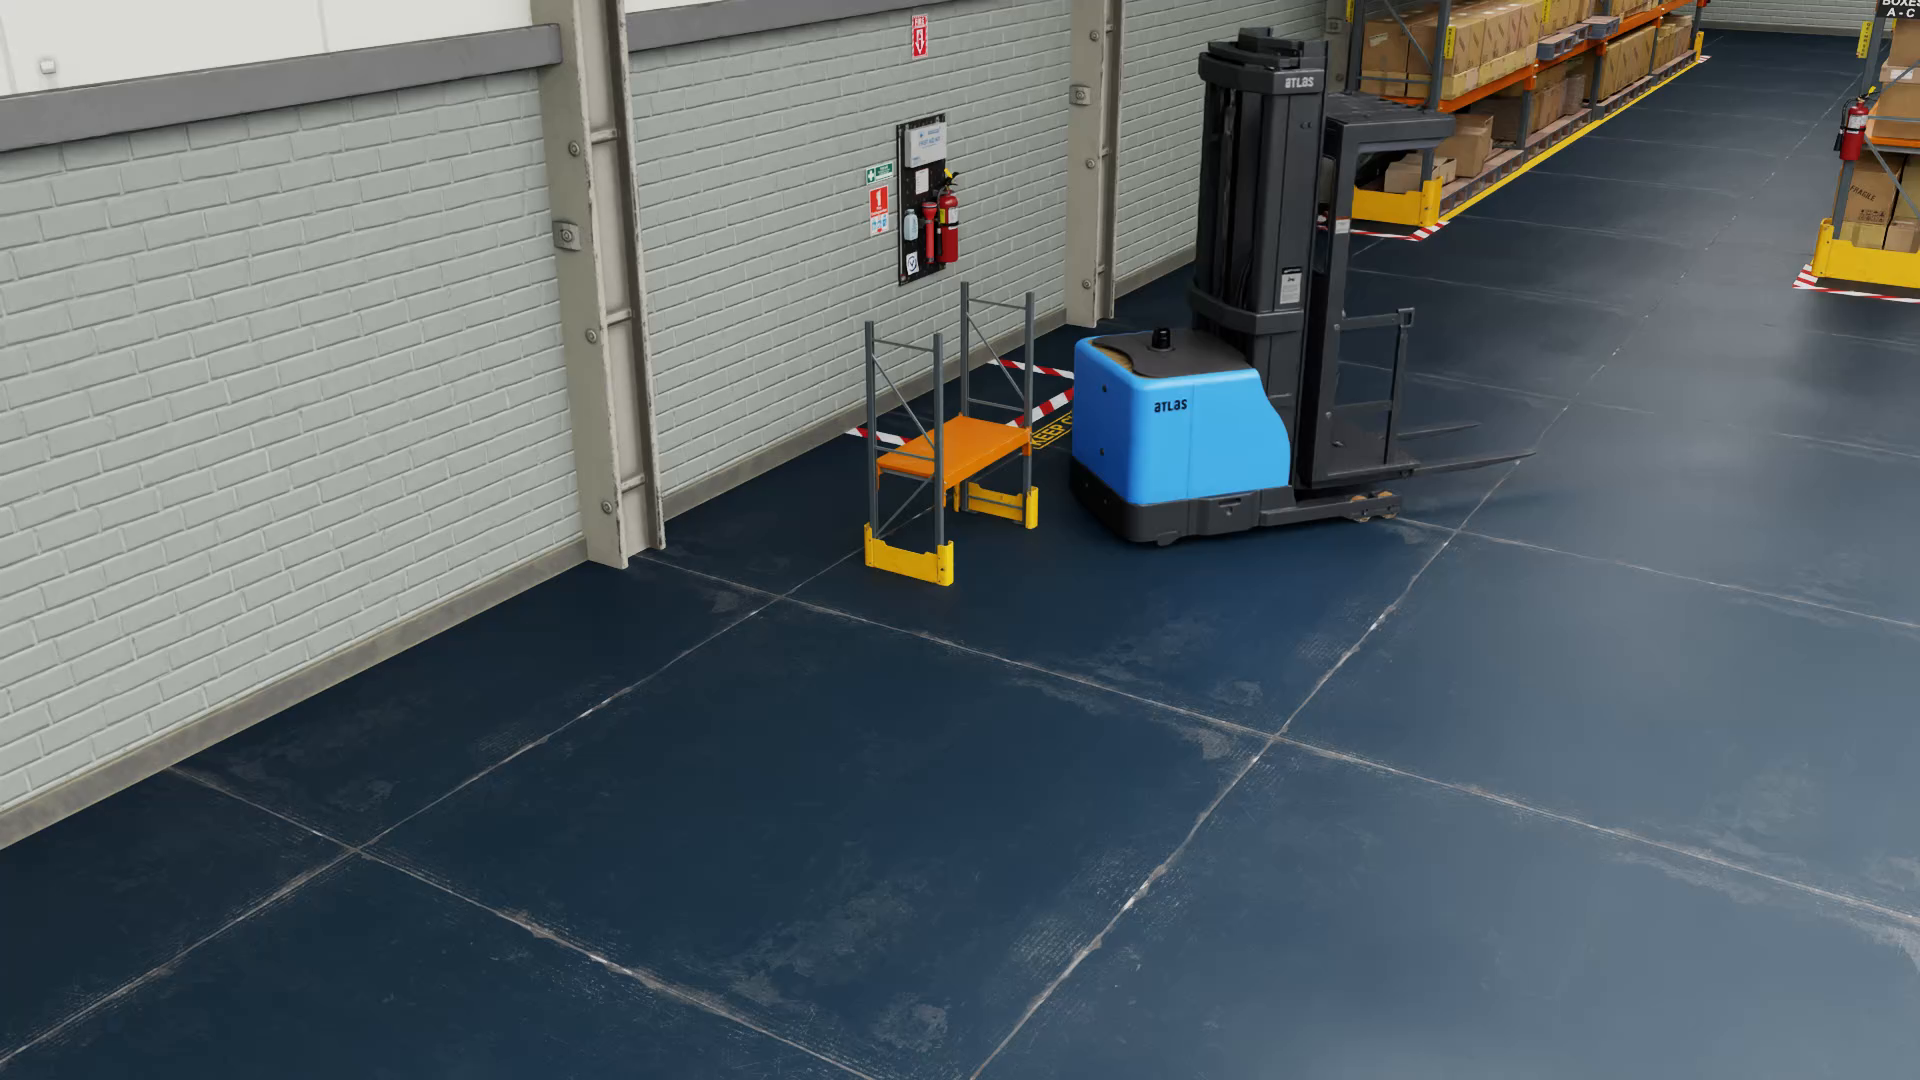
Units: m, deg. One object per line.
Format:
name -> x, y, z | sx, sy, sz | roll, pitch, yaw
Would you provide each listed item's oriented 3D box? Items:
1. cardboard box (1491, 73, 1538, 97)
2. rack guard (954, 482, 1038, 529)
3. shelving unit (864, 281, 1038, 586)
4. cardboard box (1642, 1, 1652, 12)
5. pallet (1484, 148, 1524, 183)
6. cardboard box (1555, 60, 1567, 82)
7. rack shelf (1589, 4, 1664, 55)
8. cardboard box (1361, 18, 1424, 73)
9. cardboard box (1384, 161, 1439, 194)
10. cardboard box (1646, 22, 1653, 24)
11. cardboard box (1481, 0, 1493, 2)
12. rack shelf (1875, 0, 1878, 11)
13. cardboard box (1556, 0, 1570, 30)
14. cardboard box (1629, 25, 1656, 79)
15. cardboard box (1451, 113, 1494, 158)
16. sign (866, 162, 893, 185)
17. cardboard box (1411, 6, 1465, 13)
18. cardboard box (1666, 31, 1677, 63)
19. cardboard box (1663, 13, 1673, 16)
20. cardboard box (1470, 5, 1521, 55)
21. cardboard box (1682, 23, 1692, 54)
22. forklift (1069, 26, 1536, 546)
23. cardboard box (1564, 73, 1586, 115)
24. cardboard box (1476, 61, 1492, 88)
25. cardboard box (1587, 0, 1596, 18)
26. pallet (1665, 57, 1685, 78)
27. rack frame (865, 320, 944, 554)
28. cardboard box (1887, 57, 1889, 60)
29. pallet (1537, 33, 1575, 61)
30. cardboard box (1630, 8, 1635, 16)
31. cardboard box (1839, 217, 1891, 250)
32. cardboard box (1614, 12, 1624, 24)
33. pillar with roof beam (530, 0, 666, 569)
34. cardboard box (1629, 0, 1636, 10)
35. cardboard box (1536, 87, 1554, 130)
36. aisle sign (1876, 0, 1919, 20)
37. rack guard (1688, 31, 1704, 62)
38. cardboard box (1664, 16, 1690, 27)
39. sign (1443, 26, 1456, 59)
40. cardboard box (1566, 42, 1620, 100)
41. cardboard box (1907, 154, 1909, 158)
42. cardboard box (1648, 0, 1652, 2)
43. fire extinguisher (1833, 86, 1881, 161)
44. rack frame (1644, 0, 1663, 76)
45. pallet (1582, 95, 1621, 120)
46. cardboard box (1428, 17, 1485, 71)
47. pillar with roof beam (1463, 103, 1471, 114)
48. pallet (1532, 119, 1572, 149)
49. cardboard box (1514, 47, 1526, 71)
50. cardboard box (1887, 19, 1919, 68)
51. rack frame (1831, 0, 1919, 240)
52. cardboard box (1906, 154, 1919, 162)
cardboard box -> 7.383, -6.084, 22.177 | 0.500, 0.250, 0.500 | 13, 27, 28
rack guard -> 0.223, -0.257, 10.529 | 0.587, 0.250, 0.087 | 14, 27, 29
shelving unit -> -0.040, -0.663, 9.893 | 0.587, 1.500, 1.083 | 14, 27, 29
cardboard box -> 10.684, -8.435, 26.250 | 0.380, 0.149, 0.250 | 14, 27, 29
pallet -> 6.455, -4.770, 21.003 | 1.003, 0.211, 1.213 | 14, 27, 29
cardboard box -> 8.200, -6.600, 23.368 | 0.500, 0.250, 0.500 | 14, 27, 30
rack shelf -> 9.944, -7.979, 25.811 | 1.077, 0.370, 4.000 | 14, 27, 29
cardboard box -> 4.737, -5.422, 18.219 | 0.500, 0.500, 0.500 | 14, 27, 28
cardboard box -> 5.111, -4.117, 18.814 | 0.500, 0.311, 0.500 | 11, 26, 23
cardboard box -> 11.784, -8.903, 28.842 | 0.380, 0.149, 0.250 | 14, 27, 29
cardboard box -> 6.354, -6.454, 20.602 | 0.500, 0.500, 0.500 | 13, 27, 28
rack shelf -> 9.935, -5.619, 16.583 | 1.077, 0.370, 4.000 | 14, 27, 29
cardboard box -> 7.698, -7.112, 22.224 | 0.700, 0.500, 0.500 | 18, 29, 36
cardboard box -> 10.767, -7.944, 27.001 | 0.750, 0.750, 0.750 | 14, 27, 30
cardboard box -> 6.266, -4.980, 20.571 | 0.500, 0.500, 0.500 | 12, 26, 25
sign -> -0.566, -2.595, 11.756 | 0.001, 0.109, 0.331 | 14, 27, 29
cardboard box -> 5.546, -5.935, 19.404 | 0.500, 0.500, 0.500 | 14, 27, 30
cardboard box -> 12.021, -8.602, 28.963 | 0.700, 0.500, 0.500 | 15, 27, 30
cardboard box -> 12.721, -9.504, 30.230 | 0.380, 0.149, 0.250 | 14, 27, 29
cardboard box -> 6.259, -6.007, 19.569 | 0.500, 0.500, 0.500 | 13, 27, 27
cardboard box -> 12.825, -9.123, 30.165 | 0.700, 0.500, 0.500 | 14, 27, 29
forklift -> 2.283, -1.647, 10.364 | 3.031, 2.935, 1.130 | -8, 25, -17
cardboard box -> 8.554, -6.435, 23.931 | 0.700, 0.500, 0.500 | 14, 27, 30
cardboard box -> 5.732, -5.321, 18.930 | 0.500, 0.250, 0.500 | 13, 27, 28
cardboard box -> 8.650, -7.721, 23.630 | 0.700, 0.500, 0.500 | 11, 26, 23
pallet -> 12.110, -8.358, 29.291 | 1.003, 0.211, 1.213 | 14, 27, 29
rack frame -> -0.313, -0.488, 9.489 | 0.500, 1.500, 0.032 | 14, 27, 29
cardboard box -> 9.191, -4.585, 16.122 | 0.380, 0.149, 0.250 | 13, 27, 28
pallet -> 7.306, -6.423, 21.554 | 1.003, 0.211, 1.213 | 14, 27, 29
cardboard box -> 10.204, -8.198, 25.702 | 0.380, 0.149, 0.250 | 15, 27, 31
cardboard box -> 8.912, -3.071, 16.501 | 0.500, 0.250, 0.500 | 14, 27, 29
cardboard box -> 9.612, -7.746, 24.658 | 0.380, 0.149, 0.250 | 15, 27, 31
pillar with roof beam -> 1.631, -3.152, 6.205 | 9.100, 9.000, 0.400 | 14, 27, 29
cardboard box -> 9.910, -8.278, 25.071 | 0.500, 0.500, 0.500 | 14, 27, 29
cardboard box -> 7.687, -5.939, 22.787 | 0.700, 0.500, 0.500 | 14, 27, 30
aisle sign -> 8.596, -5.130, 15.051 | 0.394, 0.787, 0.004 | 14, 27, 29
rack guard -> 13.122, -9.195, 30.861 | 1.175, 0.500, 0.348 | 14, 27, 29
cardboard box -> 12.778, -9.252, 29.648 | 0.380, 0.149, 0.250 | 15, 27, 30
sign -> 5.130, -5.218, 17.437 | 0.100, 0.325, 0.005 | 14, 27, 29
cardboard box -> 9.389, -7.061, 24.962 | 0.750, 0.750, 0.750 | 13, 27, 28
cardboard box -> 9.690, -3.925, 17.529 | 0.500, 0.500, 0.500 | 14, 27, 29
cardboard box -> 10.709, -8.793, 26.260 | 0.500, 0.500, 0.500 | 14, 27, 29
fire extinguisher -> 8.423, -3.919, 15.625 | 0.296, 0.674, 0.183 | 14, 27, 29
rack frame -> 10.999, -8.984, 27.227 | 1.000, 3.000, 0.127 | 14, 27, 29
pallet -> 9.369, -6.605, 25.241 | 1.003, 0.211, 1.213 | 14, 27, 29
cardboard box -> 5.446, -5.481, 18.356 | 0.500, 0.500, 0.500 | 14, 27, 29
pillar with roof beam -> 11.126, -9.228, 20.238 | 9.100, 9.000, 0.400 | 14, 27, 29
pallet -> 7.831, -5.681, 23.107 | 1.003, 0.211, 1.213 | 14, 27, 29
cardboard box -> 6.517, -5.835, 20.116 | 0.500, 0.250, 0.500 | 14, 27, 29
cardboard box -> 9.165, -4.711, 15.598 | 0.700, 0.500, 0.500 | 14, 27, 29
rack frame -> 8.880, -3.897, 15.477 | 1.000, 3.000, 0.127 | 14, 27, 29
cardboard box -> 9.867, -3.647, 16.888 | 0.500, 0.500, 0.500 | 14, 27, 29
